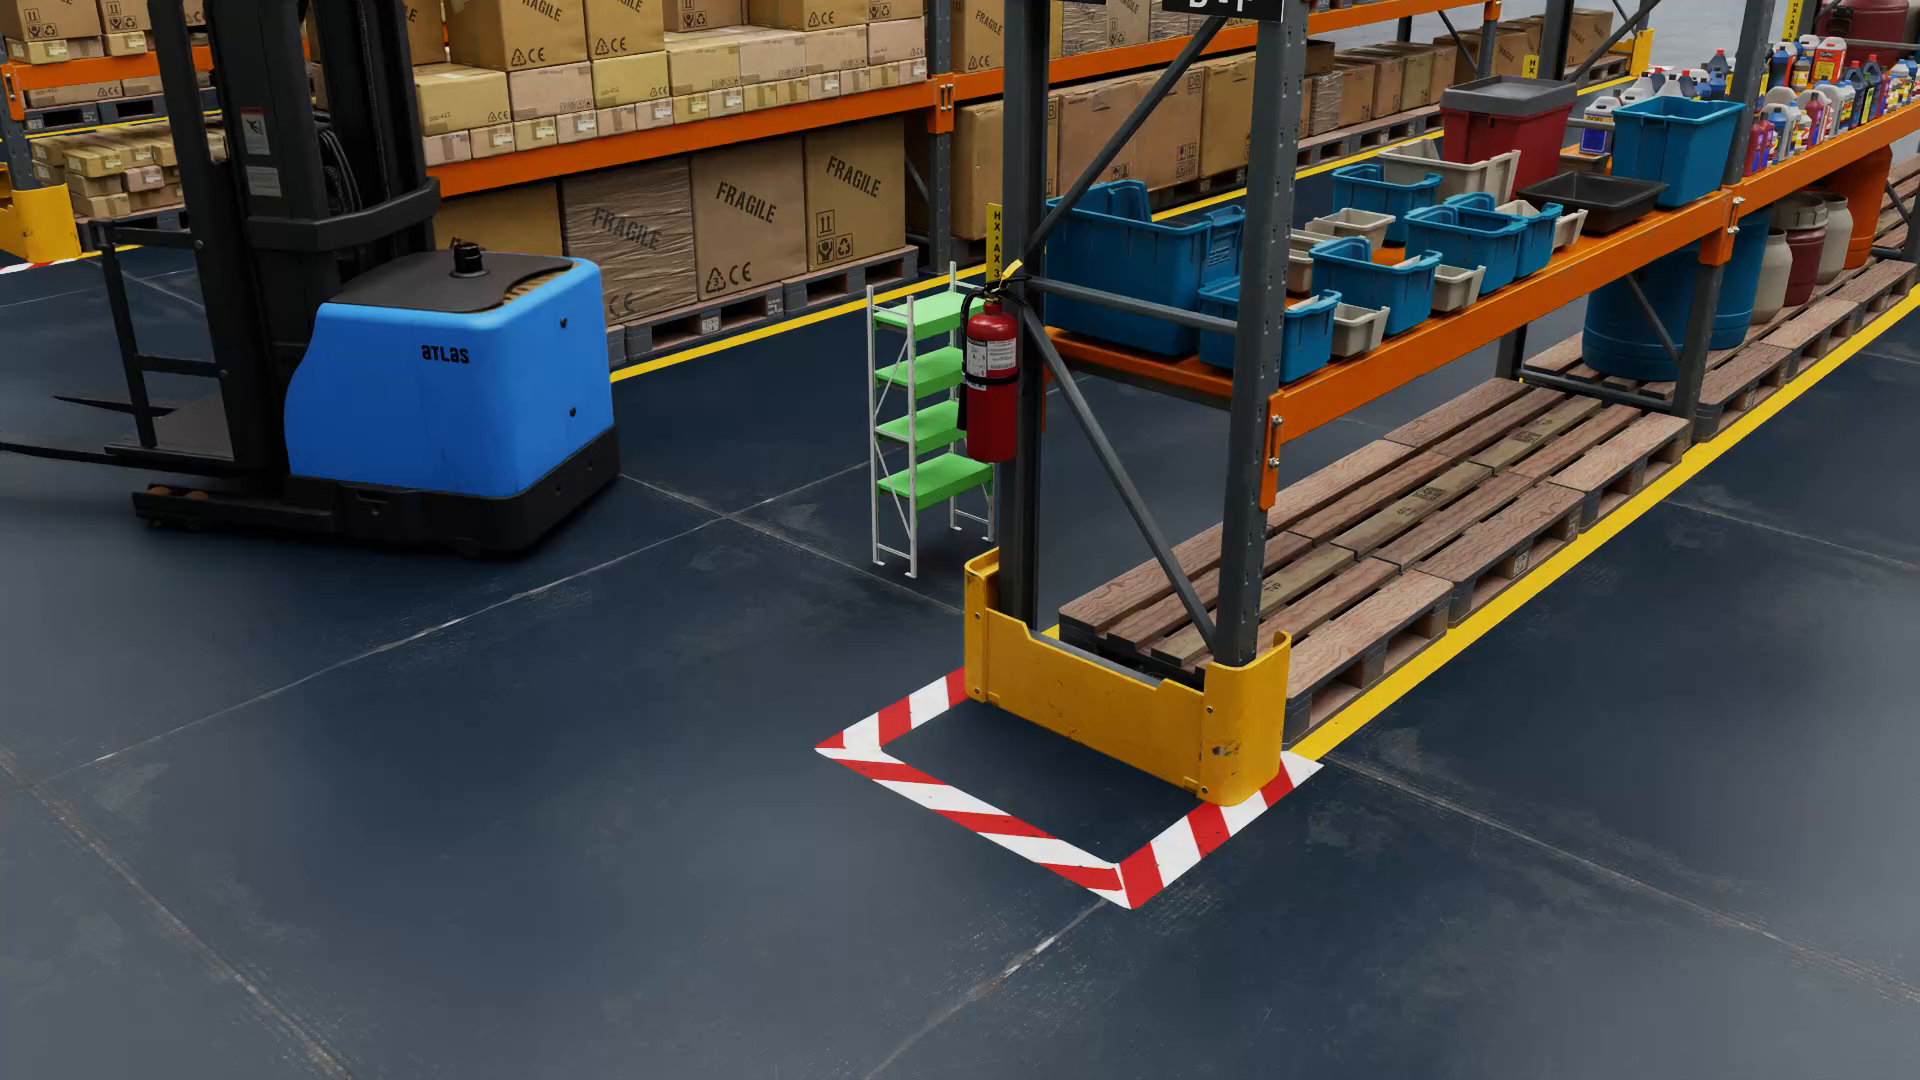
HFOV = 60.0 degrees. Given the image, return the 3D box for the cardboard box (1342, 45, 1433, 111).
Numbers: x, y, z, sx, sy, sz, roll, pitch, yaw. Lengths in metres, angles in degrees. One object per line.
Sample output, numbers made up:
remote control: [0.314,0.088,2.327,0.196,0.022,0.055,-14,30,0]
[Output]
cardboard box: [4.108,-4.470,16.072,0.700,0.500,0.500,20,31,37]

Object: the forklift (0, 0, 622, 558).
forklift: [-3.163,-1.585,7.203,3.031,2.935,1.130,6,25,14]

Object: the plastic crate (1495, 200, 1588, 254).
plastic crate: [2.277,-1.236,6.590,0.293,0.136,0.466,20,31,38]

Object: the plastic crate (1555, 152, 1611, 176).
plastic crate: [2.799,-1.746,7.727,0.396,0.136,0.243,20,31,38]

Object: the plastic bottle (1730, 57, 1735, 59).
plastic bottle: [4.487,-2.678,9.715,0.097,0.271,0.097,0,24,0]

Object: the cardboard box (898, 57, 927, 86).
cardboard box: [-0.432,-2.997,10.576,0.380,0.149,0.250,20,31,38]

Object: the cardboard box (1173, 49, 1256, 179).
cardboard box: [1.721,-3.530,13.541,1.225,0.875,0.875,18,30,35]

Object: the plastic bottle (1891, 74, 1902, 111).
plastic bottle: [5.363,-2.581,9.584,0.097,0.201,0.097,0,24,0]

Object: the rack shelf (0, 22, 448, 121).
rack shelf: [-5.434,-3.742,12.808,1.077,0.370,4.000,20,31,38]

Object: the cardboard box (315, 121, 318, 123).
cardboard box: [-5.206,-3.199,12.962,0.380,0.149,0.250,20,31,38]

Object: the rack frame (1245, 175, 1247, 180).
rack frame: [2.197,-4.513,13.649,1.000,3.000,0.127,20,31,38]

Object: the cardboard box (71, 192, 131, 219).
cardboard box: [-6.181,-2.424,11.960,0.380,0.149,0.250,21,32,39]

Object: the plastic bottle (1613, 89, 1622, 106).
plastic bottle: [3.358,-2.180,8.588,0.061,0.283,0.133,20,31,38]

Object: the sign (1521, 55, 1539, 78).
sign: [2.807,-2.219,8.194,0.100,0.325,0.005,20,31,38]

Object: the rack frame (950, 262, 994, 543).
rack frame: [0.052,-0.571,7.058,0.240,1.200,0.015,20,31,38]

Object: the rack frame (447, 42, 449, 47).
rack frame: [-4.099,-4.679,14.020,1.000,3.000,0.127,20,31,38]

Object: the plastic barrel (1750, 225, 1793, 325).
plastic barrel: [4.507,-1.523,9.507,0.421,0.512,0.421,0,24,0]

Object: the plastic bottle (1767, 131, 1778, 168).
plastic bottle: [3.930,-1.927,8.125,0.097,0.201,0.097,0,24,0]

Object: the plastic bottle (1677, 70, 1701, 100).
plastic bottle: [3.816,-2.306,8.786,0.144,0.351,0.185,20,31,38]

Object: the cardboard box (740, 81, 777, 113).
cardboard box: [-1.290,-2.606,9.702,0.380,0.149,0.250,20,31,37]

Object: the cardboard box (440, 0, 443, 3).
cardboard box: [-4.211,-4.636,13.438,0.500,0.500,0.500,20,31,38]

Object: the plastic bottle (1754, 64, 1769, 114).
plastic bottle: [4.524,-2.624,9.496,0.144,0.351,0.185,20,31,38]

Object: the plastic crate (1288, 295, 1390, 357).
plastic crate: [1.232,-0.691,5.373,0.250,0.136,0.298,20,31,38]

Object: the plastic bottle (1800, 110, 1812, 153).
plastic bottle: [4.280,-2.087,8.481,0.097,0.201,0.097,0,24,0]

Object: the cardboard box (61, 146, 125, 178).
cardboard box: [-6.166,-2.690,11.827,0.380,0.149,0.250,18,30,35]

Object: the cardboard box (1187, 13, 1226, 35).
cardboard box: [1.715,-4.190,12.807,0.500,0.500,0.500,20,31,37]

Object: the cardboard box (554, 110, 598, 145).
cardboard box: [-2.146,-2.215,8.832,0.380,0.149,0.250,20,31,37]

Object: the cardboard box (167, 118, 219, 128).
cardboard box: [-5.958,-3.186,12.935,0.380,0.149,0.250,22,32,39]

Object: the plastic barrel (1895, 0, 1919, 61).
plastic barrel: [6.413,-3.583,11.439,0.421,0.512,0.421,0,24,0]

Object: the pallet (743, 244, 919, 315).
pallet: [-1.039,-1.811,11.032,1.003,0.211,1.213,20,31,38]

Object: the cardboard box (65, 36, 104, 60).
cardboard box: [-6.169,-3.444,11.572,0.380,0.149,0.250,22,32,39]

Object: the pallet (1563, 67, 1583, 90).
pallet: [6.102,-5.047,18.248,1.003,0.211,1.213,20,31,38]

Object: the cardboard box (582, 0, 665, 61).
cardboard box: [-1.946,-2.869,8.886,0.500,0.500,0.500,19,30,36]

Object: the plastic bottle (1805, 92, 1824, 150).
plastic bottle: [4.371,-2.154,8.531,0.061,0.283,0.133,20,31,38]

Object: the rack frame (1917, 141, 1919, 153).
rack frame: [8.555,-4.379,13.351,1.000,3.000,0.127,20,31,38]

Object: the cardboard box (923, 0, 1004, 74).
cardboard box: [0.020,-3.412,11.071,0.500,0.500,0.500,20,31,38]

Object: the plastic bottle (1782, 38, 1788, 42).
plastic bottle: [5.102,-2.976,10.364,0.061,0.283,0.133,20,31,38]

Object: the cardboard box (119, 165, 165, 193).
cardboard box: [-6.003,-2.645,12.090,0.380,0.149,0.250,20,31,37]

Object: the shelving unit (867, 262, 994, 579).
shelving unit: [-0.110,-0.497,6.892,0.258,1.200,0.503,20,31,38]

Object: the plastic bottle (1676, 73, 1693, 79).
plastic bottle: [3.908,-2.399,9.087,0.152,0.276,0.135,20,31,38]

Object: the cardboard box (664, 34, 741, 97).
cardboard box: [-1.597,-2.688,9.399,0.500,0.250,0.500,19,31,37]

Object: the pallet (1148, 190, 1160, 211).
pallet: [0.800,-2.651,12.904,1.003,0.211,1.213,20,31,38]

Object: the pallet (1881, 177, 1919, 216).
pallet: [7.245,-2.483,12.531,1.003,0.211,1.213,20,31,38]

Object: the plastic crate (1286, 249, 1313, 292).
plastic crate: [1.160,-1.012,6.091,0.396,0.136,0.243,20,31,38]

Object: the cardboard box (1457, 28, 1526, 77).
cardboard box: [5.540,-5.070,17.434,0.500,0.500,0.500,-13,27,-27]

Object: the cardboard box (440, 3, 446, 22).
cardboard box: [-4.206,-4.306,13.493,0.380,0.149,0.250,19,30,36]

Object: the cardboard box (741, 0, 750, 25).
cardboard box: [-1.317,-3.480,10.248,0.500,0.500,0.500,20,31,38]

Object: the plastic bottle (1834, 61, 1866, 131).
plastic bottle: [4.820,-2.416,9.032,0.144,0.351,0.185,20,31,38]

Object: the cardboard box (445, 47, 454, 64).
cardboard box: [-2.678,-2.517,9.018,0.500,0.250,0.500,19,31,37]

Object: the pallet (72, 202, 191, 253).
pallet: [-6.149,-2.449,12.455,1.003,0.211,1.213,20,31,38]
